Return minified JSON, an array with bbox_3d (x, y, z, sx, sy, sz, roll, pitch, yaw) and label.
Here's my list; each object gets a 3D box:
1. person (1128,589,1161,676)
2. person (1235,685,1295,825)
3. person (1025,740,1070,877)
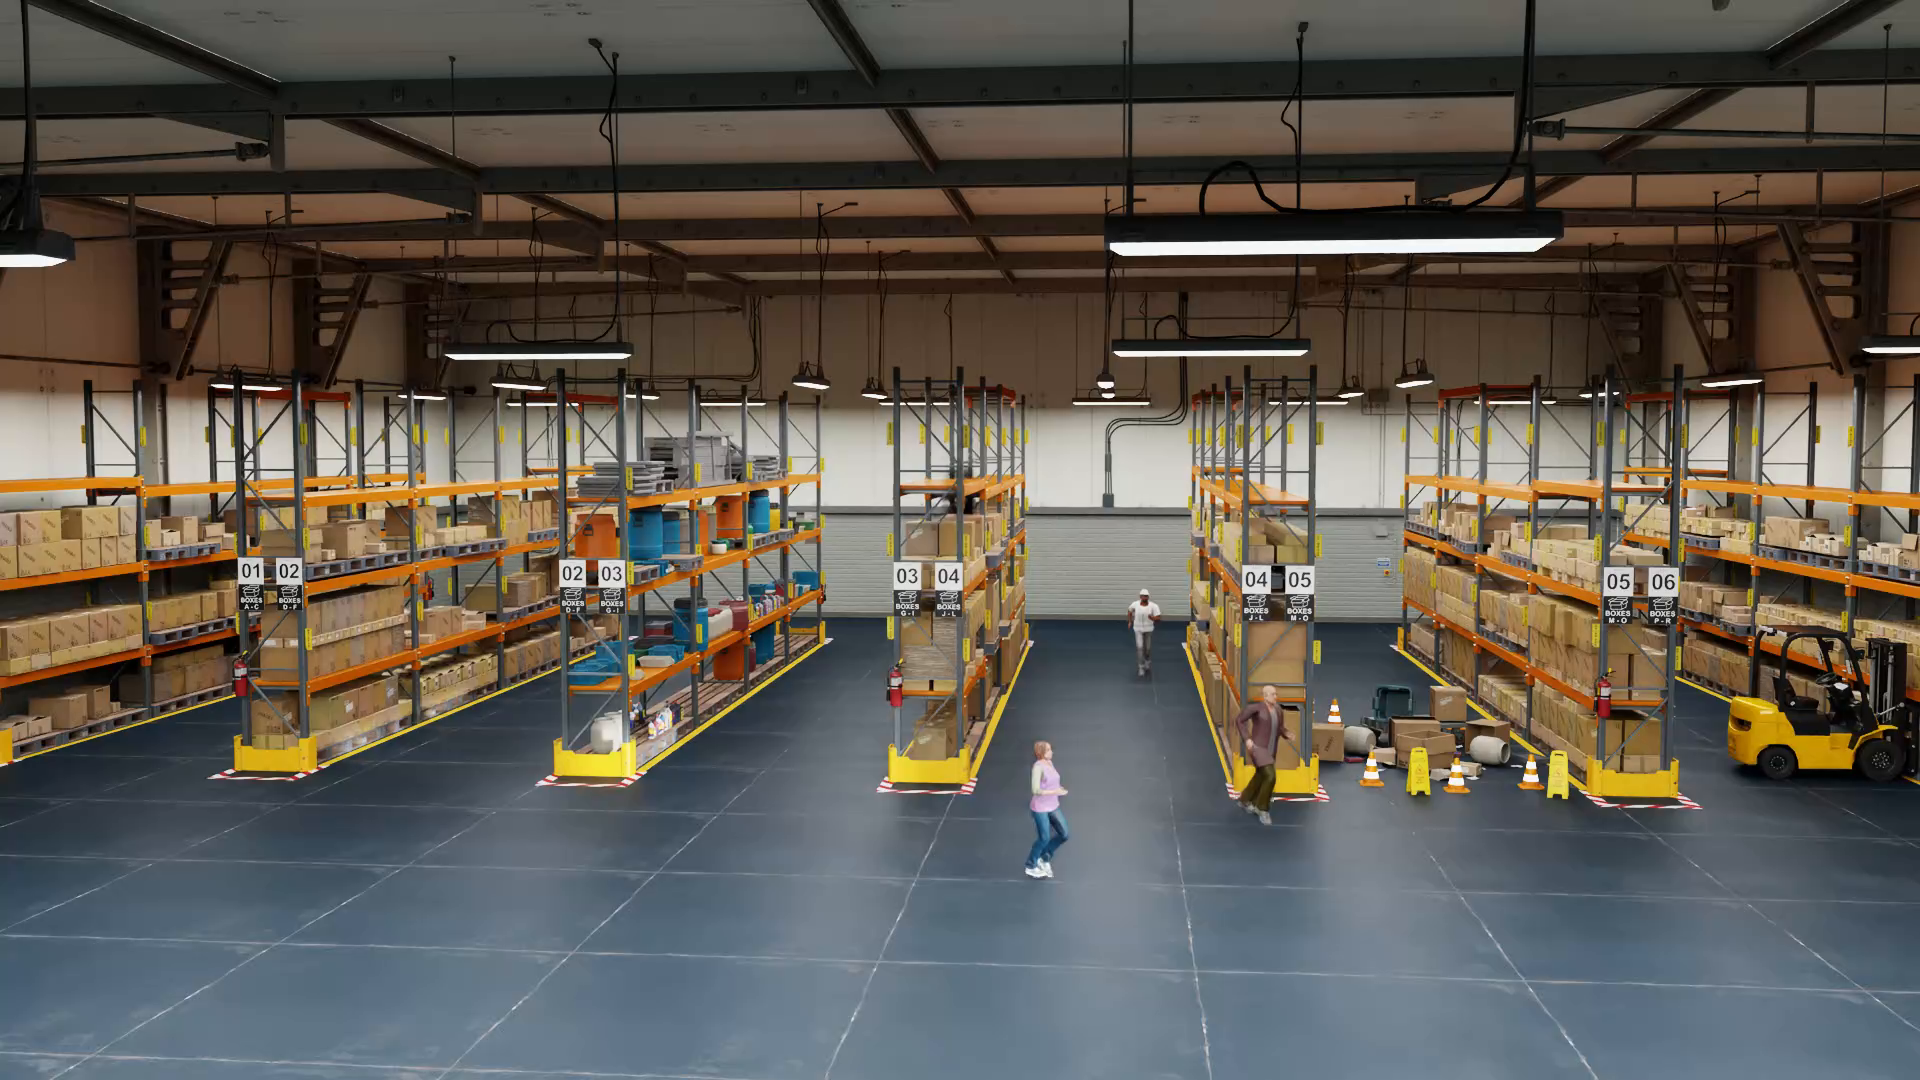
[{"bbox_3d":[3.883,1.913,35.025,0.689,1.774,0.963,0,4,5],"label":"person"},{"bbox_3d":[3.965,2.790,21.703,0.629,1.815,0.928,-3,5,-38],"label":"person"},{"bbox_3d":[1.000,3.040,18.740,0.596,1.575,0.517,2,4,34],"label":"person"}]
